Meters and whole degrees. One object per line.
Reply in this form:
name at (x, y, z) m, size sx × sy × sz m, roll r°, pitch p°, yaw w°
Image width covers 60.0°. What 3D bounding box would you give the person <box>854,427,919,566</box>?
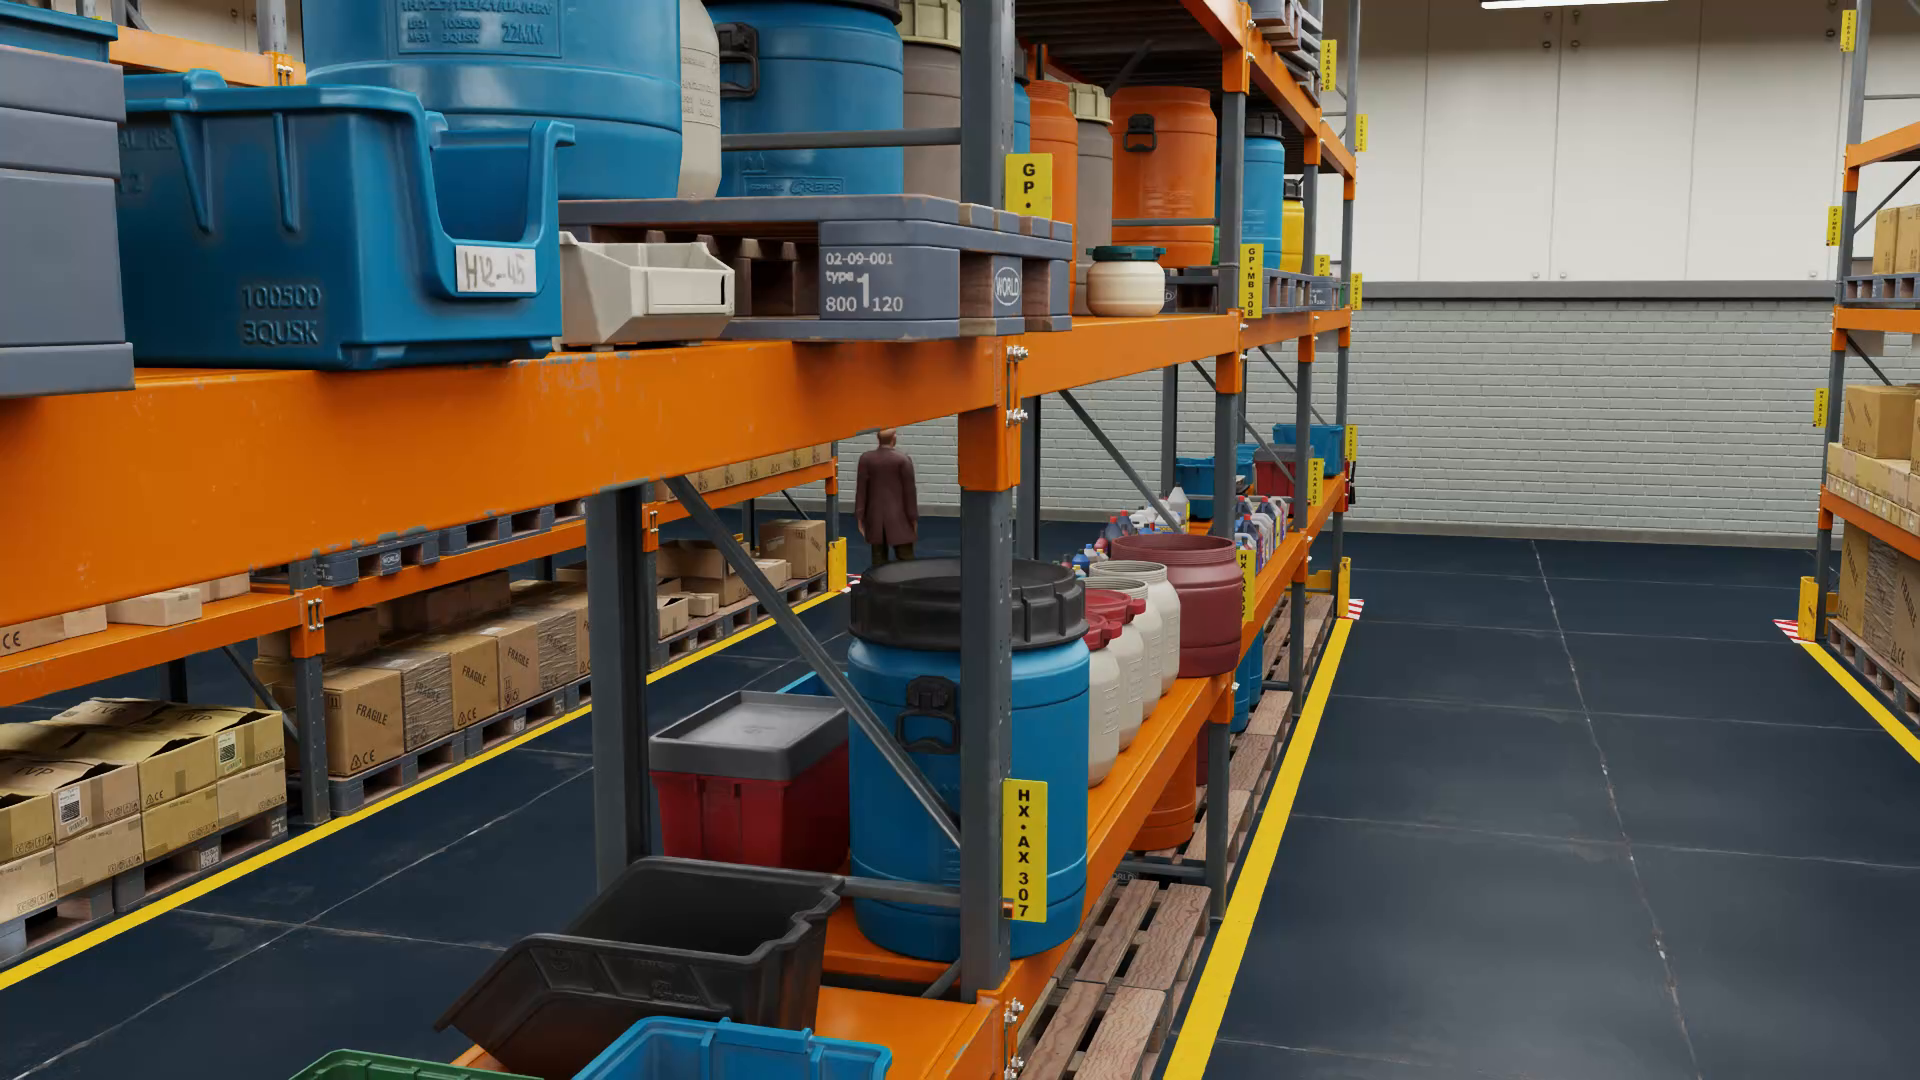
person at (-0.654, -0.191, 15.184) m, size 0.617 × 1.790 × 0.390 m, roll 3°, pitch 9°, yaw 17°
